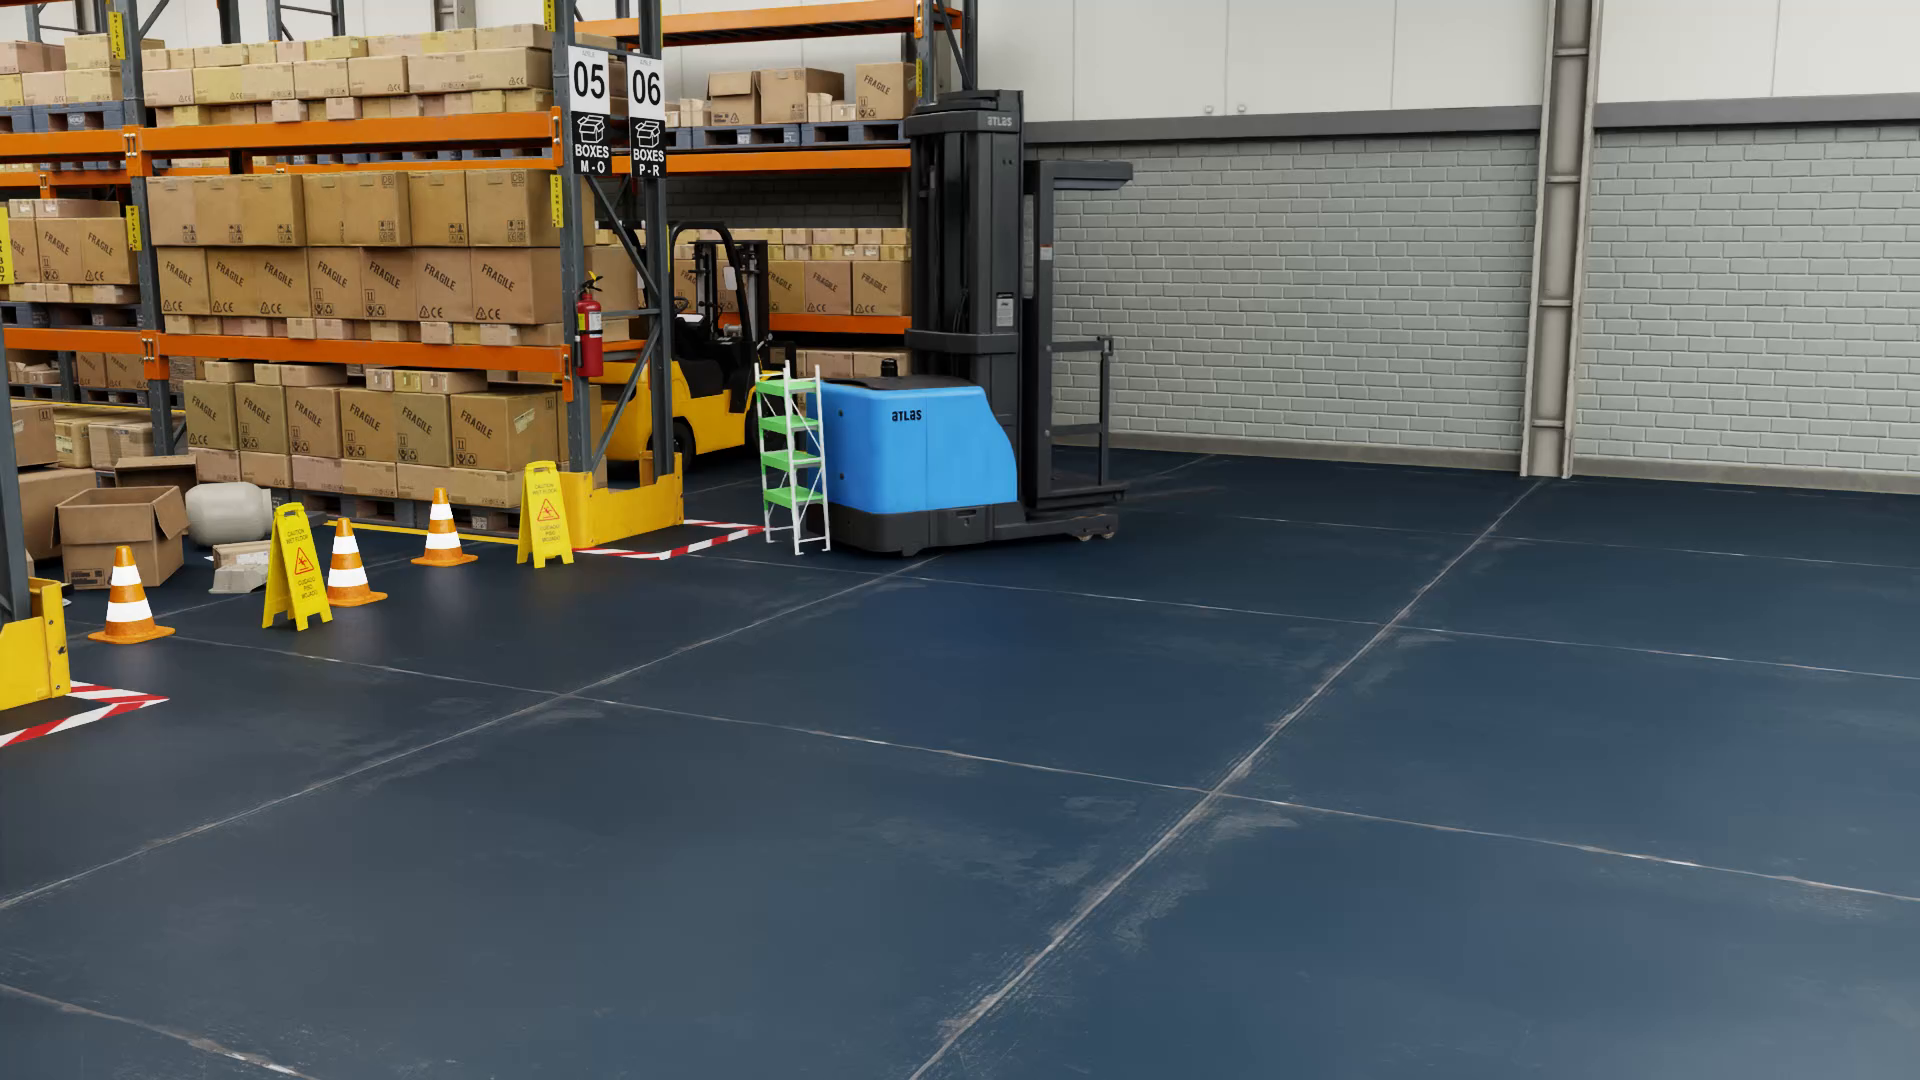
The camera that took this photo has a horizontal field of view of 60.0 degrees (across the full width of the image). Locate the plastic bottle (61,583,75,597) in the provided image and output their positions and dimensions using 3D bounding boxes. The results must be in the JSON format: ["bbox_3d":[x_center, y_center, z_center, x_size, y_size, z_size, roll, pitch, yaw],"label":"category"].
[{"bbox_3d":[-5.220,0.286,9.479,0.283,0.061,0.133,1,10,6],"label":"plastic bottle"}]

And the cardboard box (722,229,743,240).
[{"bbox_3d":[-2.117,-2.962,16.234,0.250,0.149,0.380,5,11,26],"label":"cardboard box"}]

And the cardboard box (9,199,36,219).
[{"bbox_3d":[-7.280,-2.624,13.188,0.250,0.149,0.380,4,11,23],"label":"cardboard box"}]

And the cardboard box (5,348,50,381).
[{"bbox_3d":[-12.268,-2.329,21.513,0.500,0.500,0.700,5,11,24],"label":"cardboard box"}]

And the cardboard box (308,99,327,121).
[{"bbox_3d":[-4.331,-2.999,11.660,0.250,0.149,0.380,5,11,26],"label":"cardboard box"}]

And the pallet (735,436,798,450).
[{"bbox_3d":[-1.901,-1.088,16.647,1.213,0.211,1.003,5,11,26],"label":"pallet"}]

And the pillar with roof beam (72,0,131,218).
[{"bbox_3d":[-12.998,-5.719,17.560,0.400,9.000,9.100,5,11,26],"label":"pillar with roof beam"}]

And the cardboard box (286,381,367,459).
[{"bbox_3d":[-4.527,-0.884,12.125,0.500,0.500,0.500,6,12,29],"label":"cardboard box"}]

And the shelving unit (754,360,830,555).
[{"bbox_3d":[-1.095,-0.547,10.847,0.258,1.200,0.503,-9,13,-27],"label":"shelving unit"}]

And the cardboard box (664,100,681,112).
[{"bbox_3d":[-3.055,-4.209,16.429,0.500,0.311,0.500,5,12,27],"label":"cardboard box"}]

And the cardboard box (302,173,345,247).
[{"bbox_3d":[-4.193,-2.336,11.792,0.500,0.500,0.700,5,11,25],"label":"cardboard box"}]

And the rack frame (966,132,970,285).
[{"bbox_3d":[-0.106,-2.310,15.570,0.127,3.000,1.000,5,11,26],"label":"rack frame"}]

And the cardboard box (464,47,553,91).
[{"bbox_3d":[-2.877,-3.063,10.893,0.500,0.250,0.500,5,11,25],"label":"cardboard box"}]

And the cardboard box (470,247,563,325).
[{"bbox_3d":[-2.908,-1.711,11.146,0.500,0.500,0.500,5,11,25],"label":"cardboard box"}]

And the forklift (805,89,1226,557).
[{"bbox_3d":[0.481,-1.510,11.346,3.031,2.935,1.130,-6,12,-32],"label":"forklift"}]

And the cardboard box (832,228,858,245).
[{"bbox_3d":[-1.002,-2.850,15.617,0.250,0.149,0.380,5,12,27],"label":"cardboard box"}]

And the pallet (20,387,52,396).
[{"bbox_3d":[-12.581,-2.033,21.873,1.213,0.211,1.003,5,11,26],"label":"pallet"}]

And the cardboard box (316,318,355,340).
[{"bbox_3d":[-4.364,-1.515,11.882,0.250,0.149,0.380,5,11,26],"label":"cardboard box"}]

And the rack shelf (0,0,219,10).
[{"bbox_3d":[-7.680,-4.391,13.366,4.000,0.370,1.077,5,11,26],"label":"rack shelf"}]

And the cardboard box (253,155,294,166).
[{"bbox_3d":[-7.848,-4.344,18.809,0.500,0.250,0.500,5,11,24],"label":"cardboard box"}]

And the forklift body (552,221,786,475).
[{"bbox_3d":[-2.614,-1.750,14.861,1.214,2.155,2.313,5,11,26],"label":"forklift body"}]

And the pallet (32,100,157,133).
[{"bbox_3d":[-6.393,-3.281,13.042,1.003,0.211,1.213,5,11,26],"label":"pallet"}]

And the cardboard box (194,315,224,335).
[{"bbox_3d":[-5.496,-1.621,12.468,0.250,0.149,0.380,5,12,27],"label":"cardboard box"}]

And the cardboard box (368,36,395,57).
[{"bbox_3d":[-3.828,-3.358,11.406,0.250,0.149,0.380,5,11,24],"label":"cardboard box"}]

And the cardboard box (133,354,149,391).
[{"bbox_3d":[-9.606,-2.078,20.127,0.500,0.500,0.500,5,11,24],"label":"cardboard box"}]

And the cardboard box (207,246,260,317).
[{"bbox_3d":[-5.155,-1.913,12.259,0.500,0.500,0.500,5,11,26],"label":"cardboard box"}]

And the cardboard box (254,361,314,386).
[{"bbox_3d":[-4.930,-1.225,12.188,0.250,0.149,0.380,6,12,28],"label":"cardboard box"}]

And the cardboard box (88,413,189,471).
[{"bbox_3d":[-6.358,-0.787,13.353,0.625,0.372,0.950,5,11,27],"label":"cardboard box"}]

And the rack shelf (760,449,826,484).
[{"bbox_3d":[-1.092,-0.484,10.860,0.258,0.148,0.480,-9,13,-27],"label":"rack shelf"}]

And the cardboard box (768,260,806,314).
[{"bbox_3d":[-1.585,-2.439,16.001,0.500,0.500,0.500,5,11,25],"label":"cardboard box"}]

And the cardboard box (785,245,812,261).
[{"bbox_3d":[-1.467,-2.741,15.852,0.250,0.149,0.380,5,11,24],"label":"cardboard box"}]

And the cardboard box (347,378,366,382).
[{"bbox_3d":[-4.322,-0.971,12.609,0.500,0.500,0.500,6,12,29],"label":"cardboard box"}]

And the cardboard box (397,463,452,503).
[{"bbox_3d":[-3.604,-0.433,11.743,0.500,0.250,0.500,5,11,26],"label":"cardboard box"}]

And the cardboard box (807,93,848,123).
[{"bbox_3d":[-1.211,-4.012,15.472,0.258,0.266,0.396,5,11,26],"label":"cardboard box"}]

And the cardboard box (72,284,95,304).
[{"bbox_3d":[-6.699,-1.935,13.026,0.250,0.149,0.380,5,11,24],"label":"cardboard box"}]

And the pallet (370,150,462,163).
[{"bbox_3d":[-5.628,-4.196,18.102,1.213,0.211,1.003,6,12,28],"label":"pallet"}]

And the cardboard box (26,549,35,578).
[{"bbox_3d":[-5.630,0.153,9.638,0.258,0.266,0.396,7,13,36],"label":"cardboard box"}]

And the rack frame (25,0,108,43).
[{"bbox_3d":[-10.868,-6.207,20.261,0.127,3.000,1.000,5,11,26],"label":"rack frame"}]

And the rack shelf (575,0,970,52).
[{"bbox_3d":[-1.900,-4.869,16.006,4.000,0.370,1.077,5,11,26],"label":"rack shelf"}]

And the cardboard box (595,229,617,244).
[{"bbox_3d":[-3.539,-3.067,16.818,0.250,0.149,0.380,5,12,27],"label":"cardboard box"}]

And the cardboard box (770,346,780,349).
[{"bbox_3d":[-2.026,-1.761,16.269,0.500,0.250,0.500,5,11,25],"label":"cardboard box"}]

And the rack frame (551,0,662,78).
[{"bbox_3d":[-2.299,-4.469,10.654,0.127,3.000,1.000,5,11,26],"label":"rack frame"}]

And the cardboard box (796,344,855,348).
[{"bbox_3d":[-1.347,-1.803,16.506,0.500,0.250,0.500,5,11,25],"label":"cardboard box"}]

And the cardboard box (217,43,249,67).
[{"bbox_3d":[-5.046,-3.437,11.841,0.250,0.149,0.380,5,11,25],"label":"cardboard box"}]

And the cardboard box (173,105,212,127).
[{"bbox_3d":[-5.506,-3.091,12.167,0.250,0.149,0.380,5,11,26],"label":"cardboard box"}]

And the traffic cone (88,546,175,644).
[{"bbox_3d":[-4.247,0.261,8.486,0.334,0.463,0.336,5,11,26],"label":"traffic cone"}]

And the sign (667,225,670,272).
[{"bbox_3d":[-2.059,-2.029,11.590,0.005,0.325,0.100,5,11,26],"label":"sign"}]

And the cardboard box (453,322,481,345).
[{"bbox_3d":[-3.226,-1.414,11.328,0.250,0.149,0.380,5,11,25],"label":"cardboard box"}]

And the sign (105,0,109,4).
[{"bbox_3d":[-10.627,-6.834,20.656,0.005,0.325,0.100,5,11,26],"label":"sign"}]

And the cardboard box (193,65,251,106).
[{"bbox_3d":[-5.146,-3.263,12.000,0.500,0.250,0.500,5,11,25],"label":"cardboard box"}]

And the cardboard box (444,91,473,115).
[{"bbox_3d":[-3.204,-2.893,11.077,0.250,0.149,0.380,5,12,28],"label":"cardboard box"}]

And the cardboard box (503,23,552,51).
[{"bbox_3d":[-2.733,-3.241,10.759,0.250,0.149,0.380,5,11,26],"label":"cardboard box"}]

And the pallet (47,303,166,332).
[{"bbox_3d":[-6.507,-1.821,13.408,1.213,0.211,1.003,5,11,26],"label":"pallet"}]

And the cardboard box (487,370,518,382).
[{"bbox_3d":[-4.859,-1.765,18.048,0.625,0.625,0.875,5,11,25],"label":"cardboard box"}]

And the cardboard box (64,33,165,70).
[{"bbox_3d":[-6.463,-3.712,12.734,0.500,0.250,0.500,5,12,27],"label":"cardboard box"}]
